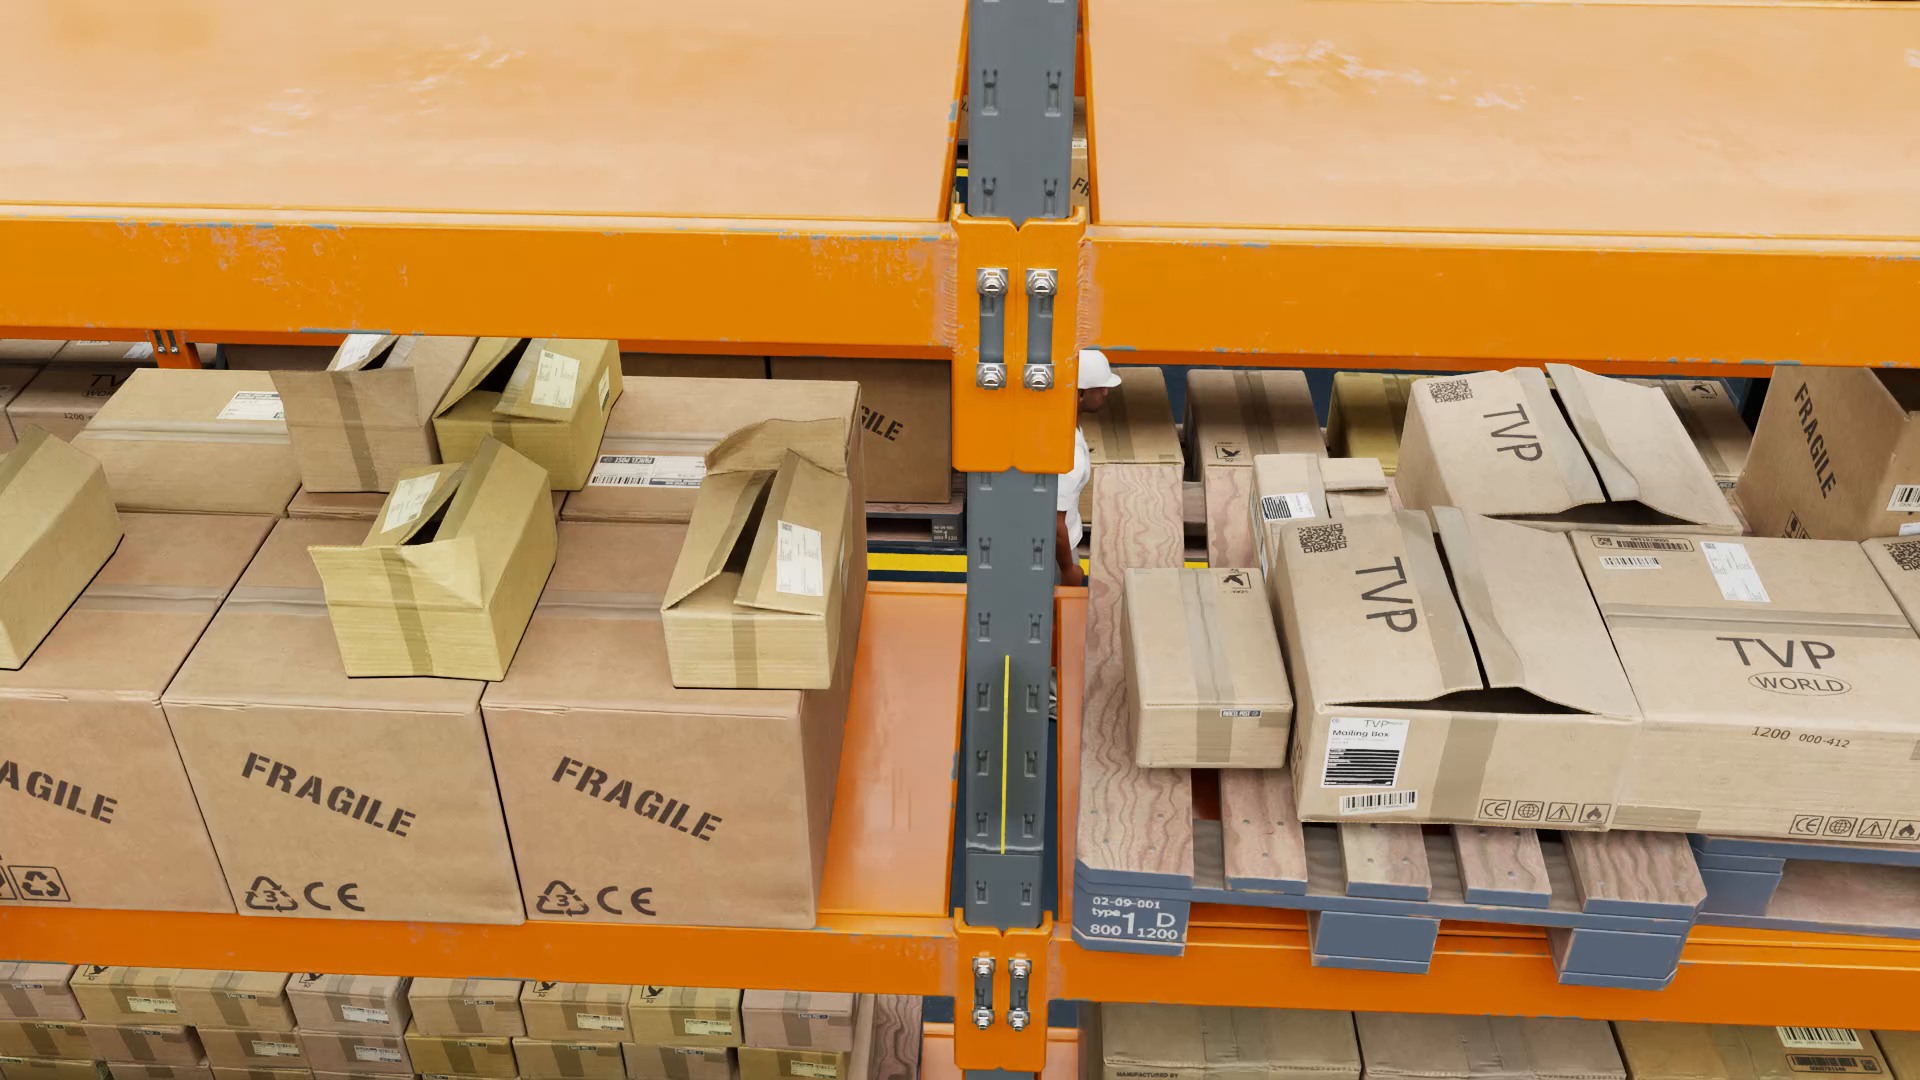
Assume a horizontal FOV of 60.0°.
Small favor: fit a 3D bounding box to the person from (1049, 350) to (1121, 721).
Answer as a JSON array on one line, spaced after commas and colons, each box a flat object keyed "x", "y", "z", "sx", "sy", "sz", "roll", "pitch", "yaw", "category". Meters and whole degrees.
[{"x": 0.425, "y": -0.036, "z": 7.152, "sx": 0.465, "sy": 1.759, "sz": 0.630, "roll": -2, "pitch": 36, "yaw": -3, "category": "person"}]
